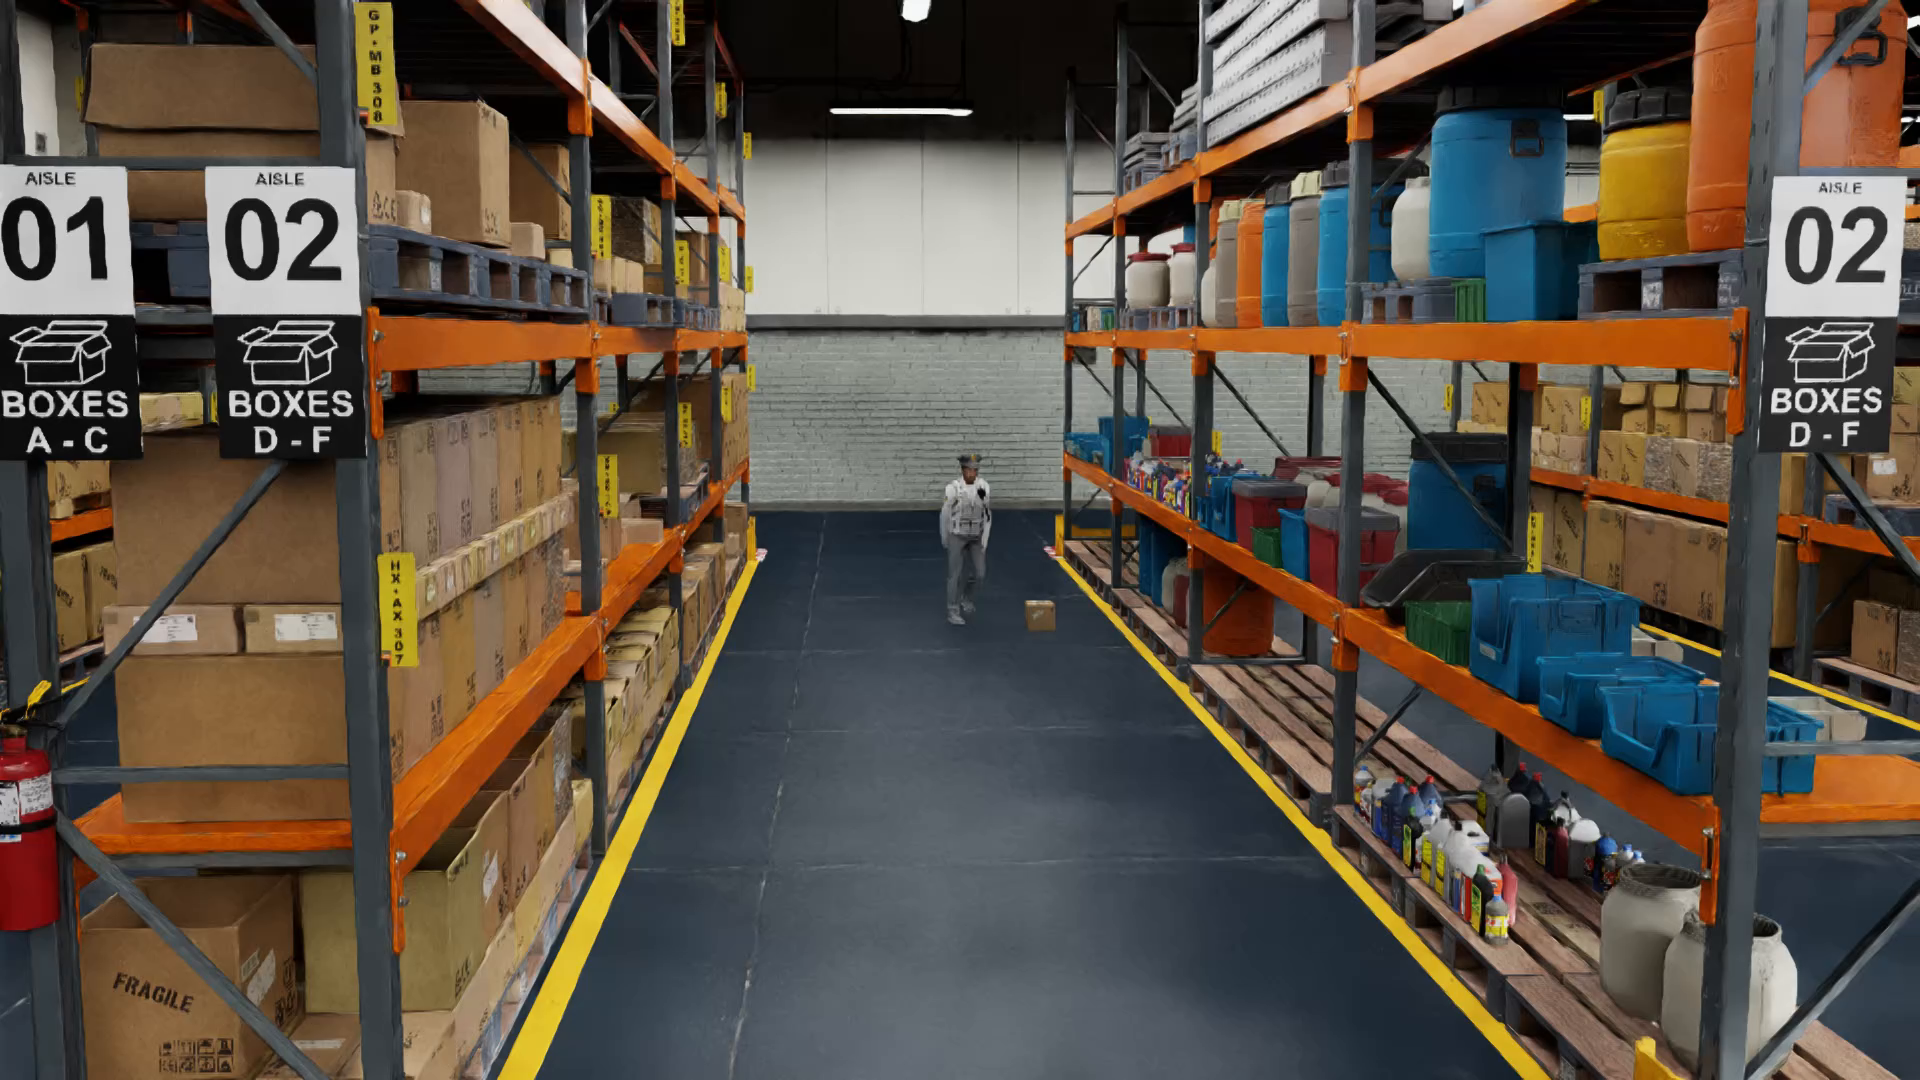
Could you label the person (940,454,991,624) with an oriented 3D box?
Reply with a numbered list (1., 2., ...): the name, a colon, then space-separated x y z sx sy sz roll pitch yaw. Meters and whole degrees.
1. person: 0.047 -0.028 16.028 0.493 1.652 0.616 -2 7 -19
